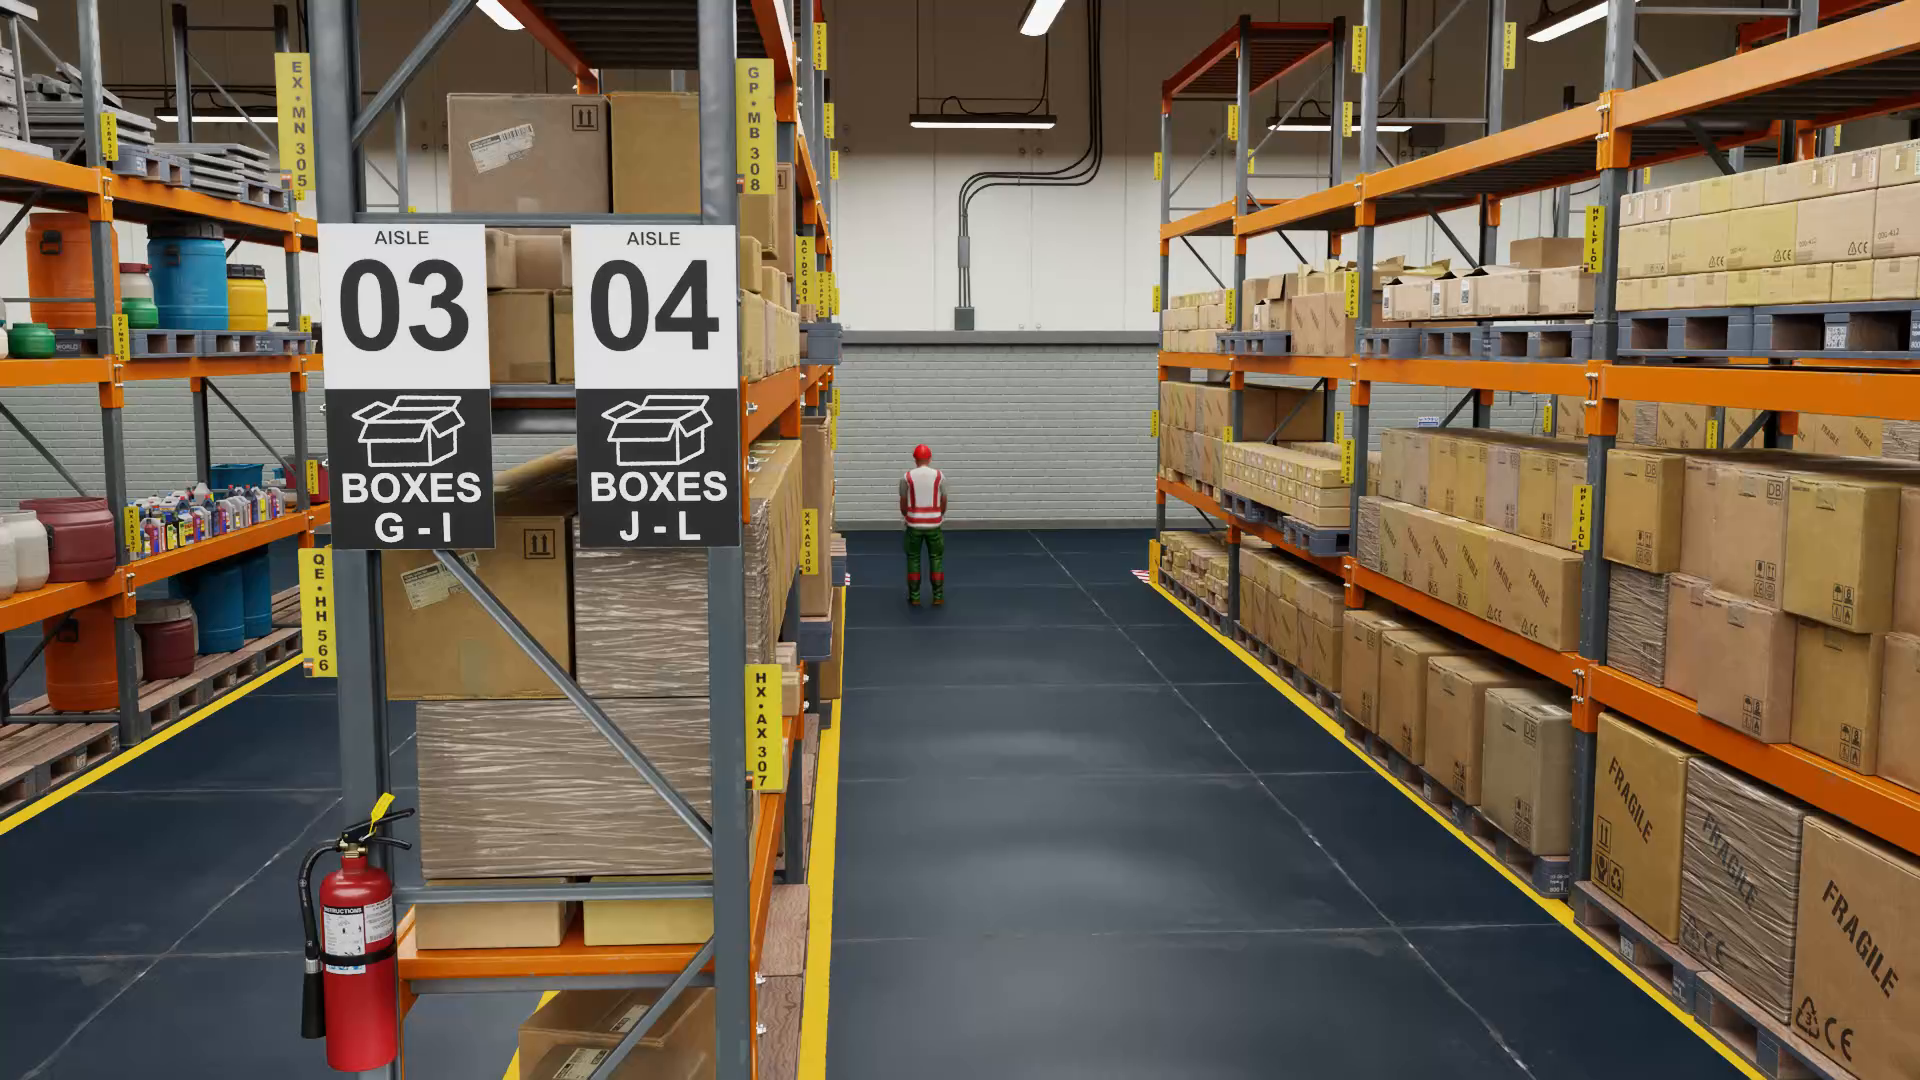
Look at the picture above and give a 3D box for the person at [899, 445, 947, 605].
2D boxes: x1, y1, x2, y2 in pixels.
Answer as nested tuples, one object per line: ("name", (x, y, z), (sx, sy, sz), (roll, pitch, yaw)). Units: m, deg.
("person", (-3.341, 0.500, 12.912), (7.342, 1.791, 11.342), (-1, 7, -5))
